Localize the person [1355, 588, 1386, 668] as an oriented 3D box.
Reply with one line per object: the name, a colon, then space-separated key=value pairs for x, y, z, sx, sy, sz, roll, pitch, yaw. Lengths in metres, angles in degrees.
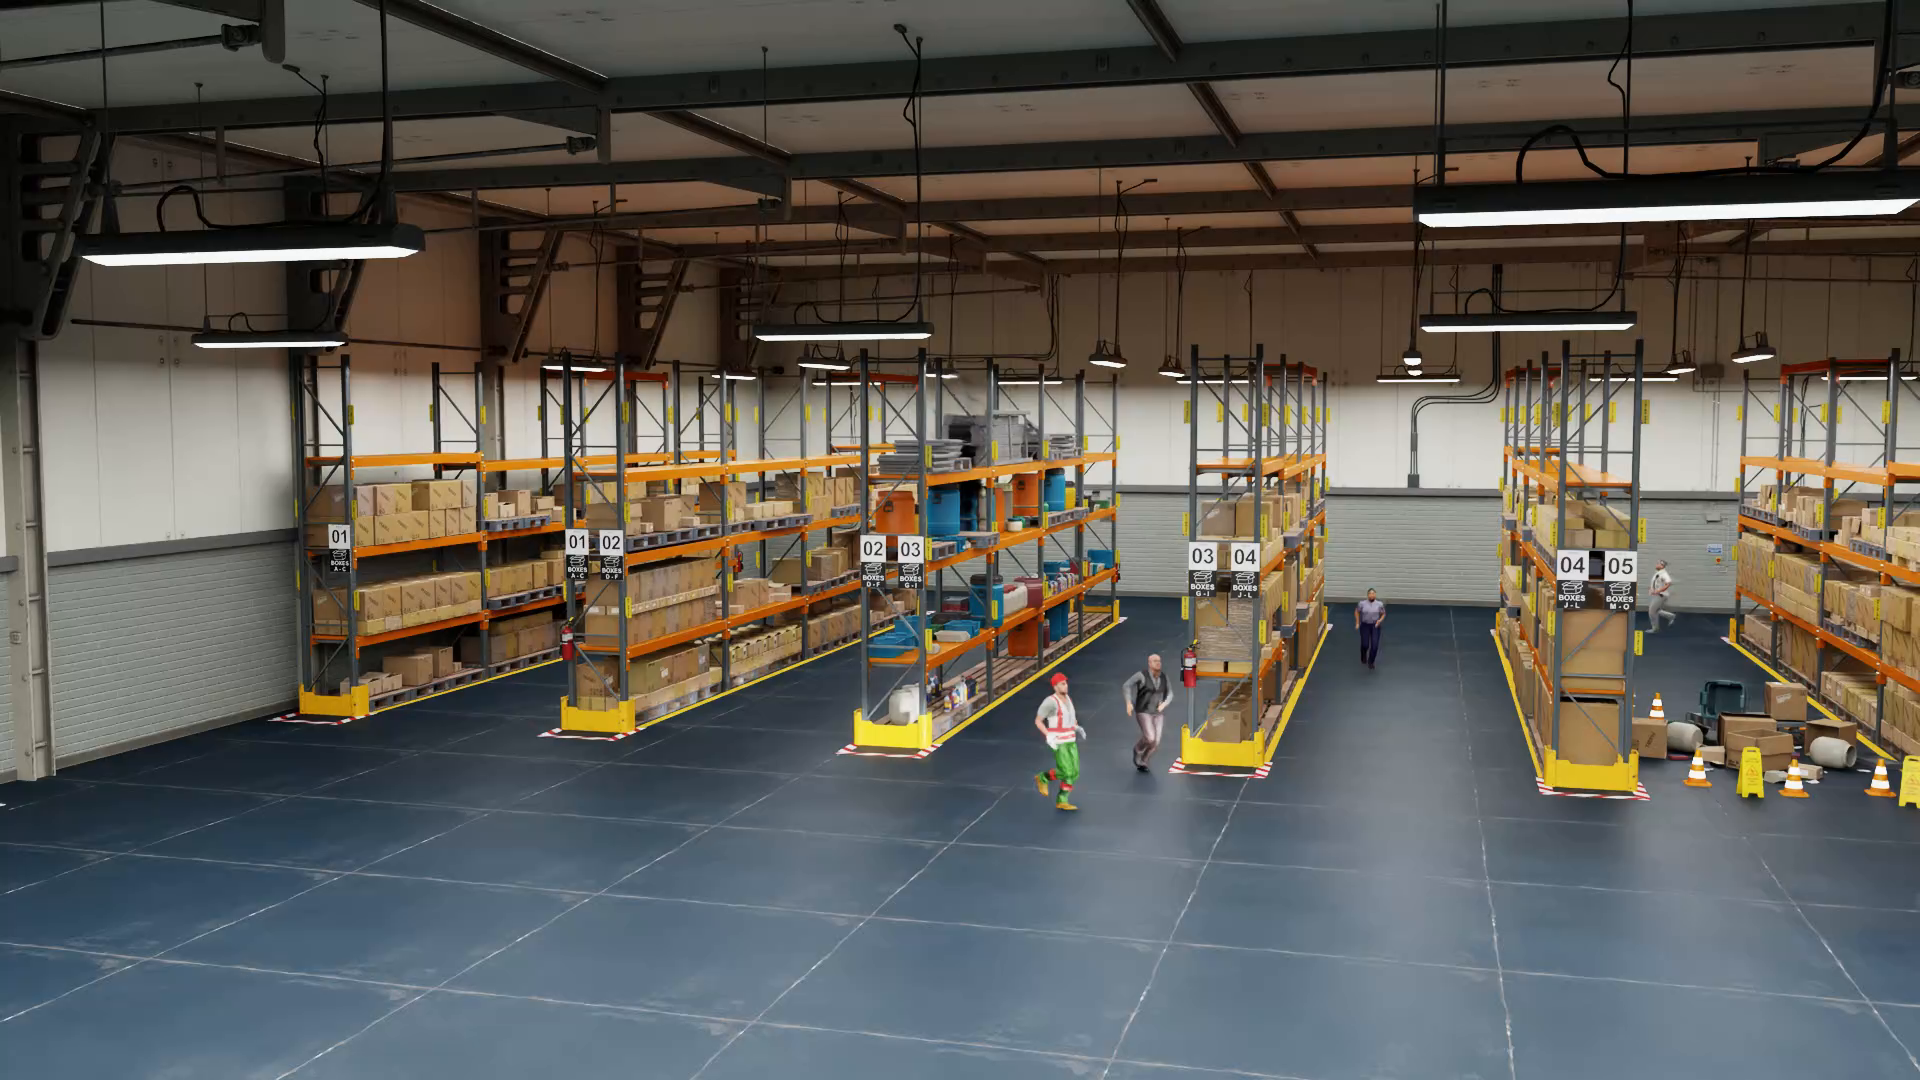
person: x=8.088 y=1.747 z=32.784 sx=0.592 sy=1.598 sz=0.580 roll=1 pitch=4 yaw=11

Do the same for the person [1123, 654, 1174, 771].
person: x=2.674 y=2.429 z=23.238 sx=0.681 sy=1.657 sz=0.571 roll=-2 pitch=5 yaw=-22

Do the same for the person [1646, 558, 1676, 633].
person: x=16.164 y=1.279 z=38.261 sx=0.671 sy=1.758 sz=0.665 roll=1 pitch=4 yaw=13

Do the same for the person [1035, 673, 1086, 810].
person: x=1.269 y=2.555 z=21.169 sx=0.592 sy=1.732 sz=0.672 roll=4 pitch=6 yaw=43
